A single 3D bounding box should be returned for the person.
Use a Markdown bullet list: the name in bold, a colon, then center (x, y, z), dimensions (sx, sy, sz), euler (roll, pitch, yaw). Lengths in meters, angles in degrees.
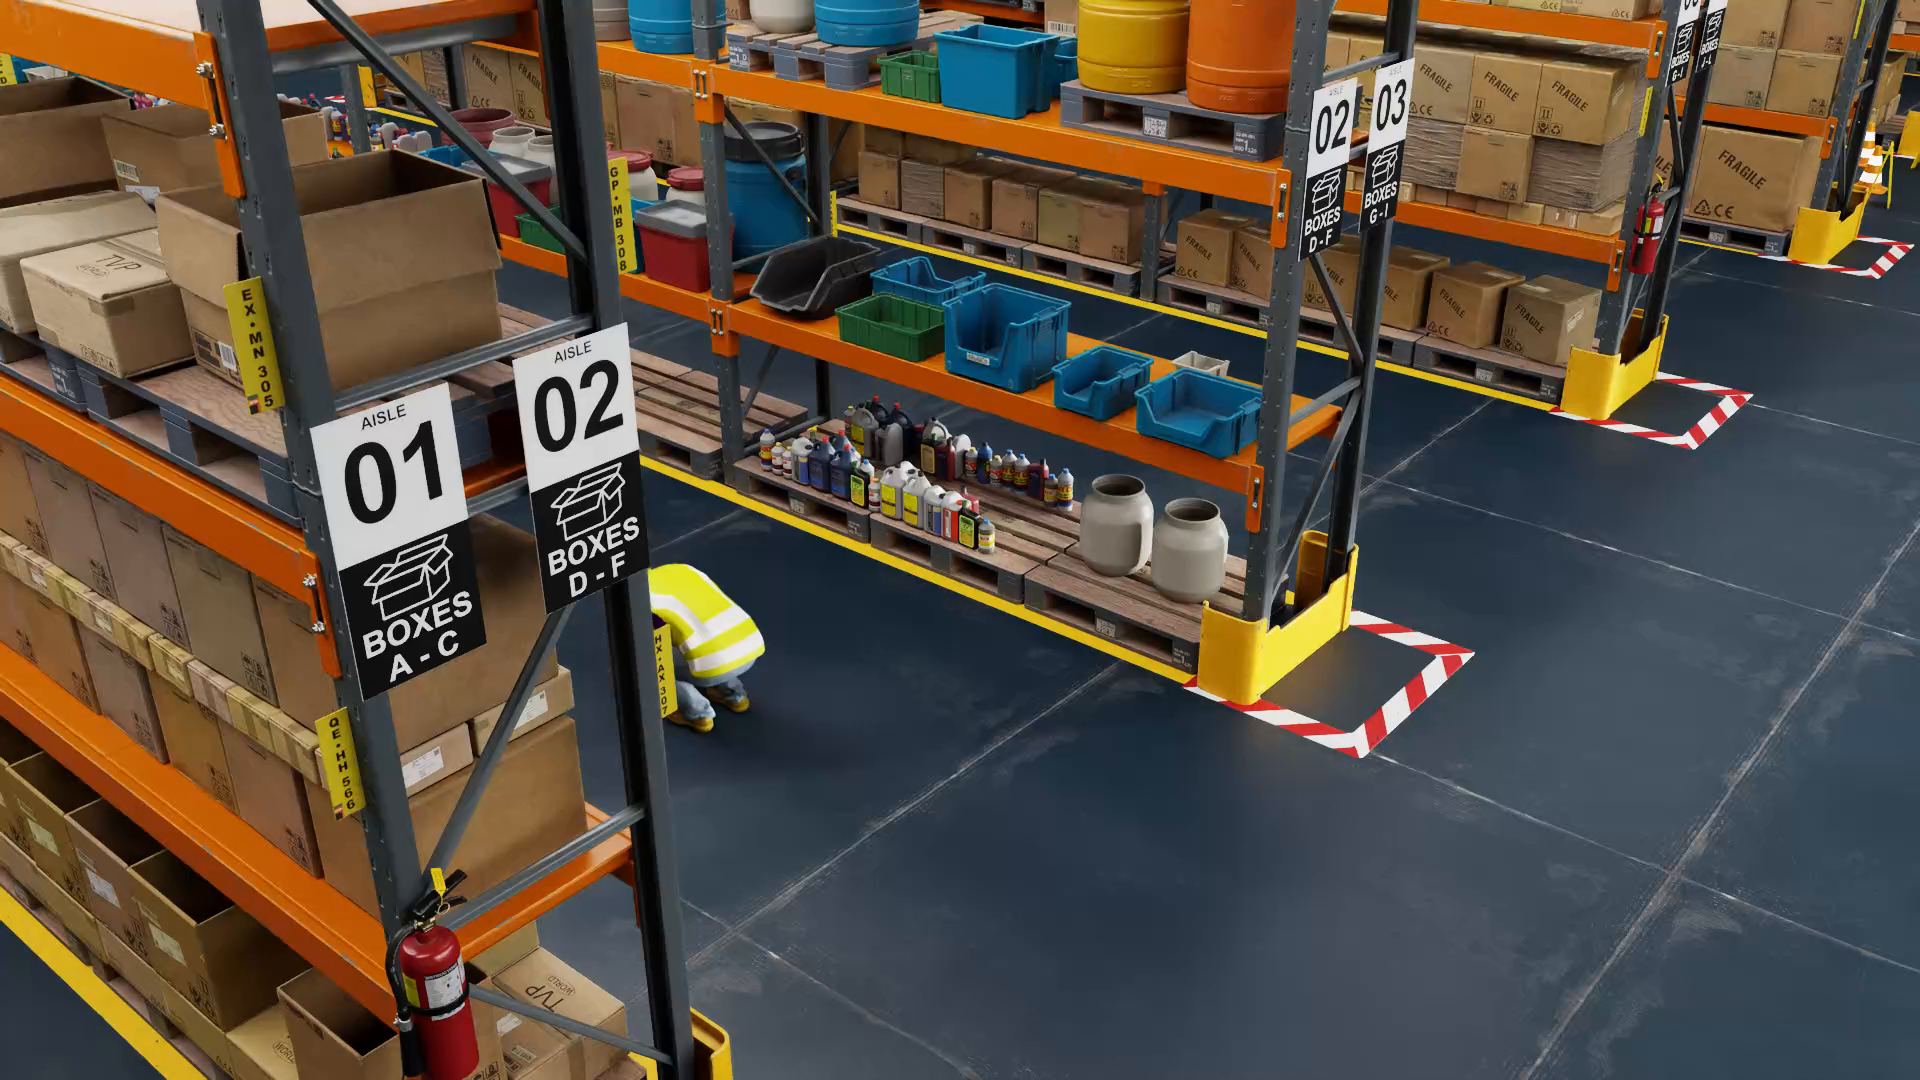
- **person**: center (-1.464, 0.530, 8.663), dimensions (0.916, 0.888, 0.553), euler (21, 34, 35)
